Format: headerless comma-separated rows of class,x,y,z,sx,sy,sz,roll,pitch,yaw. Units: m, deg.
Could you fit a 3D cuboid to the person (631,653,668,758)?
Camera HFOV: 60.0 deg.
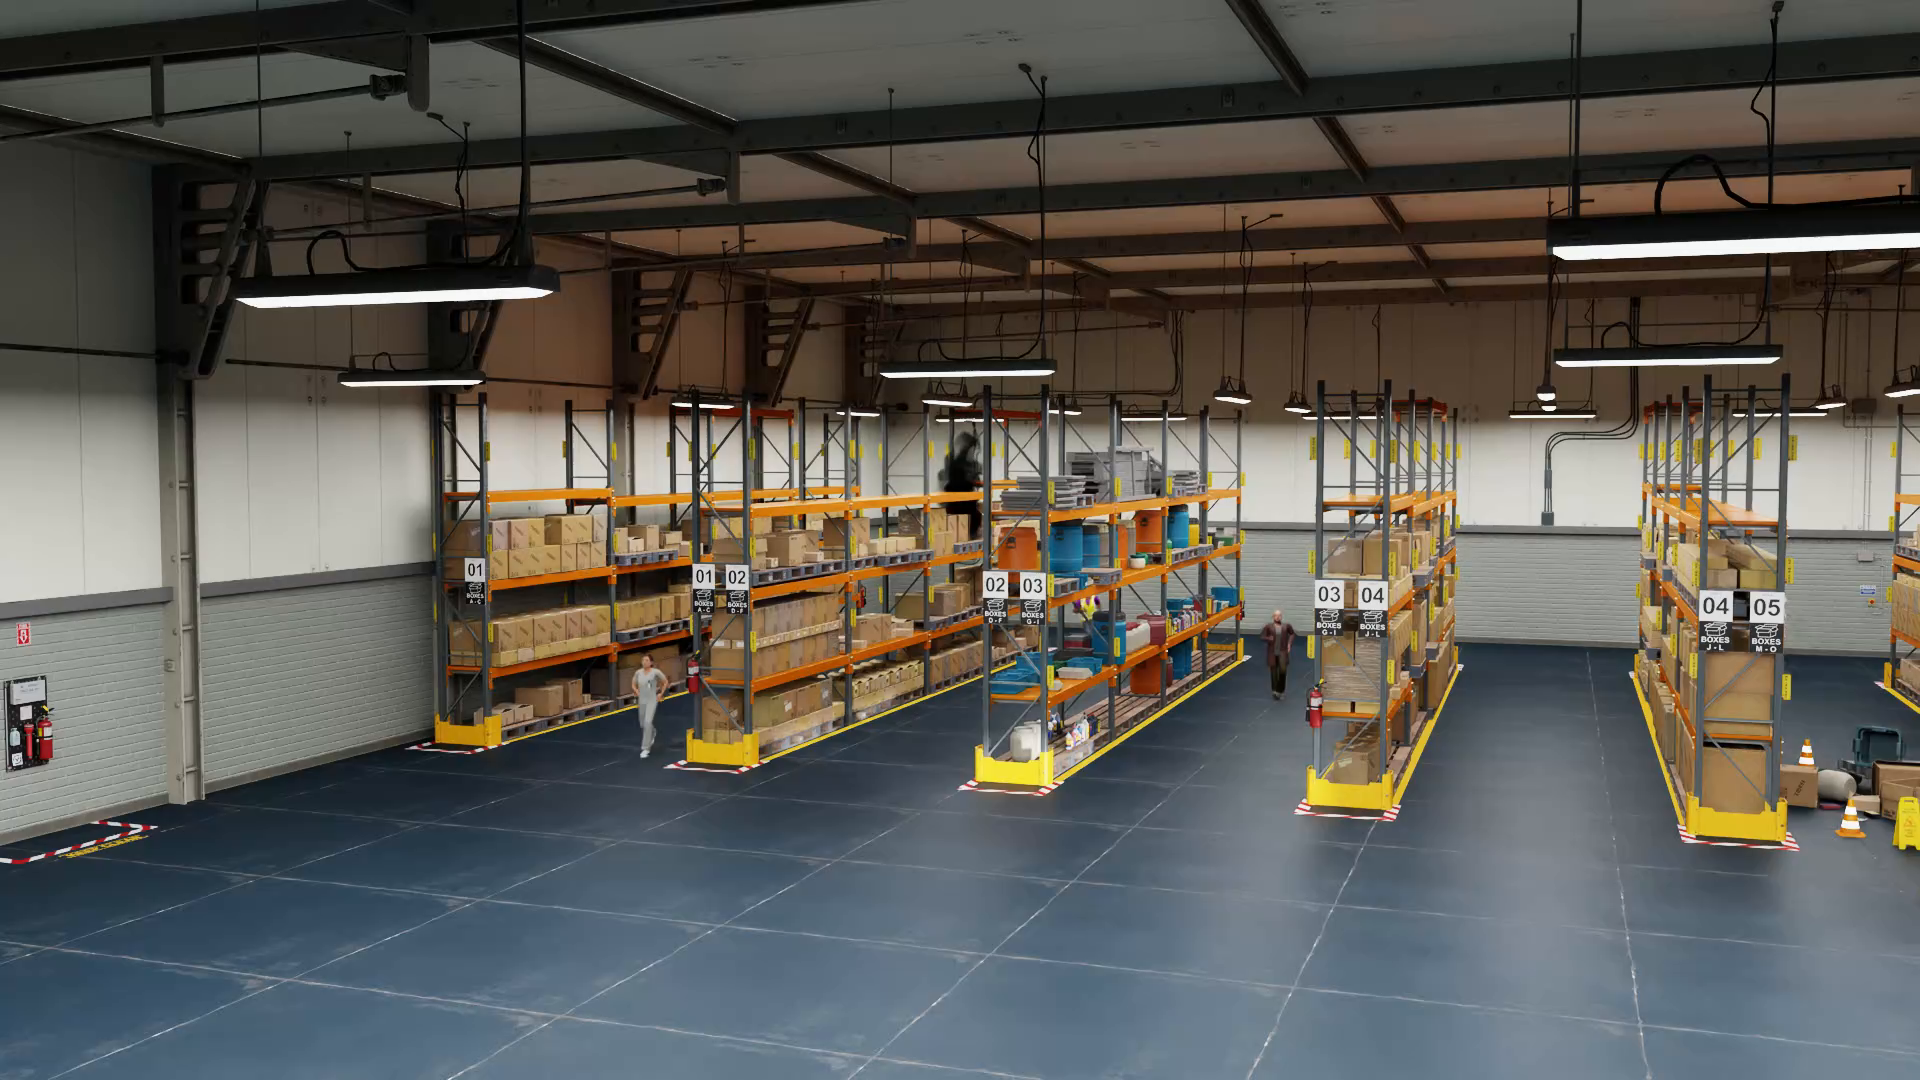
person,-5.155,2.719,27.571,0.606,1.697,0.905,1,3,11

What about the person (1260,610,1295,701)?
person,6.407,2.336,33.542,0.688,1.834,0.785,1,3,12

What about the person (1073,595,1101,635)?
person,3.109,1.945,40.680,0.719,1.709,0.941,0,3,-1
